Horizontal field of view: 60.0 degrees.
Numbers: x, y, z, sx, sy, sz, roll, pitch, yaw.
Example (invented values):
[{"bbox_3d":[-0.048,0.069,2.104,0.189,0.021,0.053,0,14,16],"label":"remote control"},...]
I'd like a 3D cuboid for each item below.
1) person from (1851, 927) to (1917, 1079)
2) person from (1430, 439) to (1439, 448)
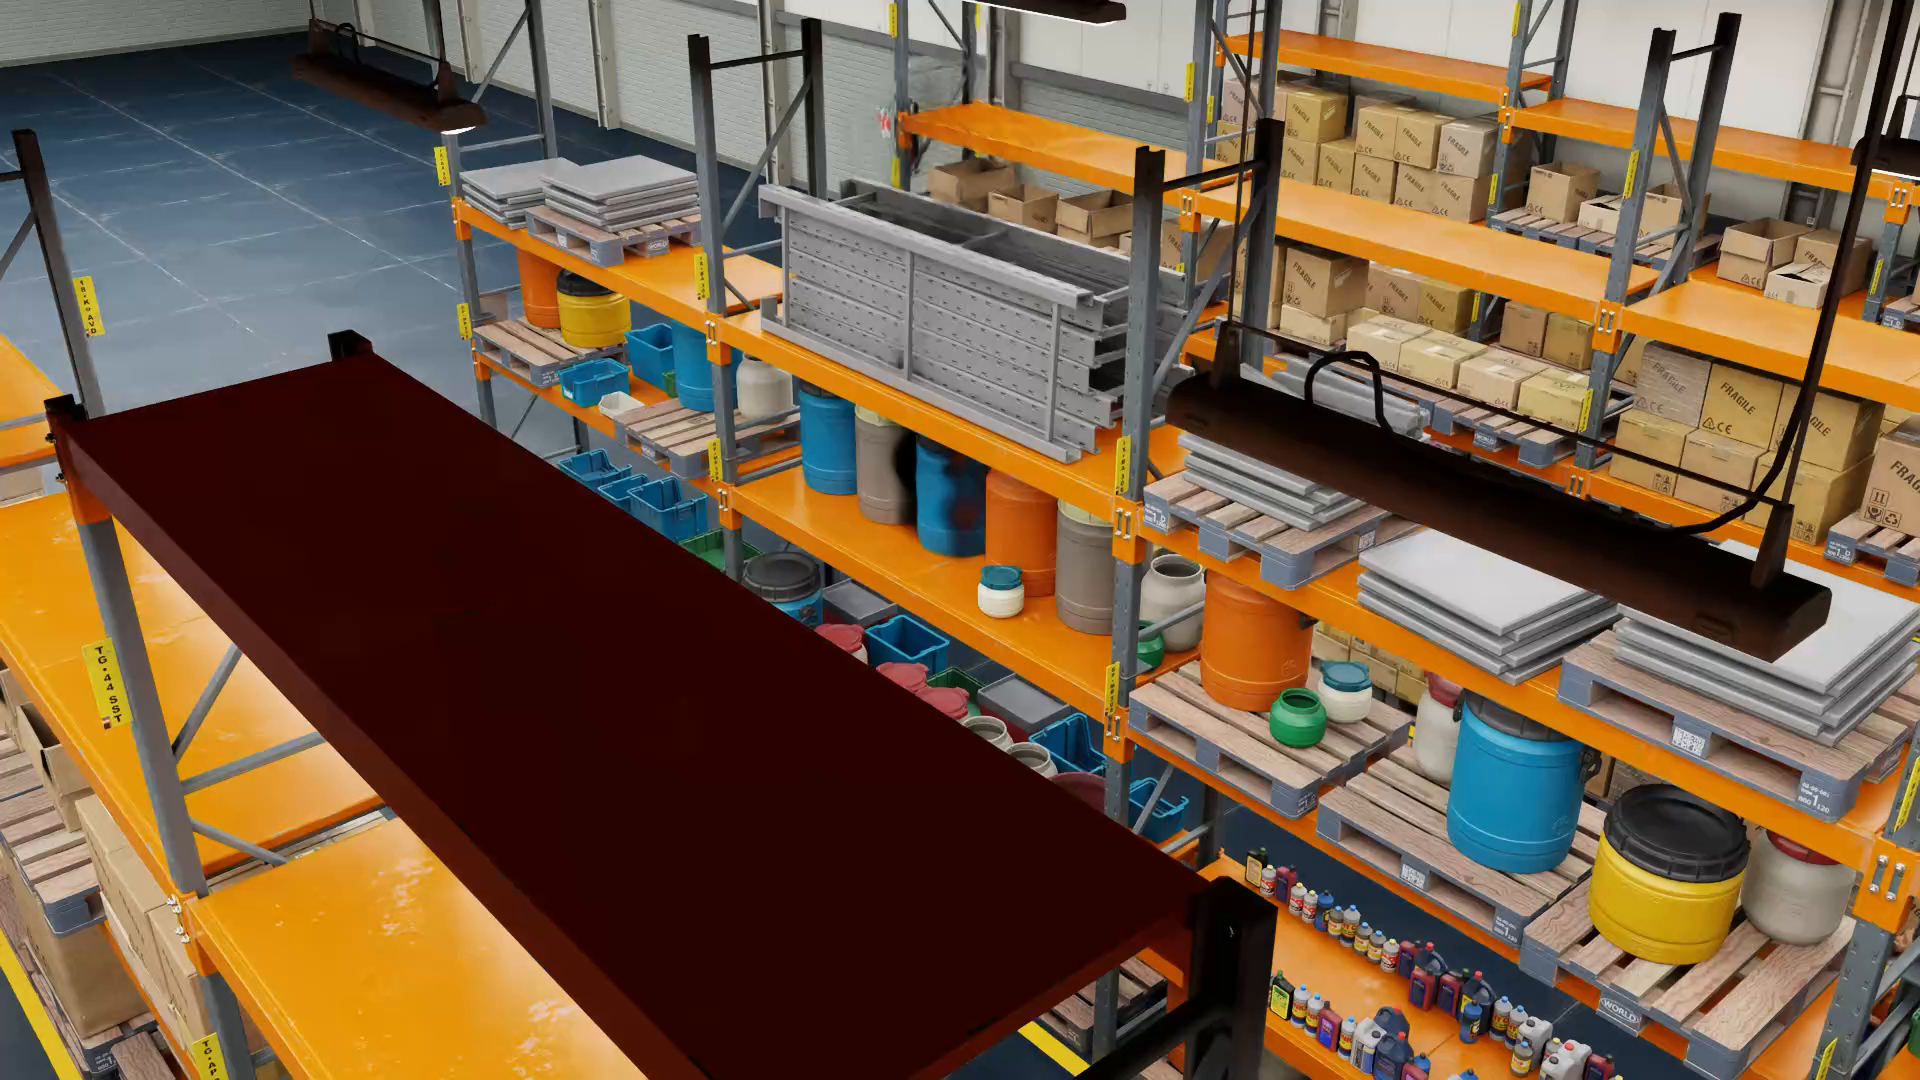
[{"bbox_3d":[5.622,2.994,9.921,0.839,1.646,0.612,20,33,34],"label":"person"},{"bbox_3d":[4.600,-0.433,16.633,0.856,1.582,0.536,22,34,36],"label":"person"}]
